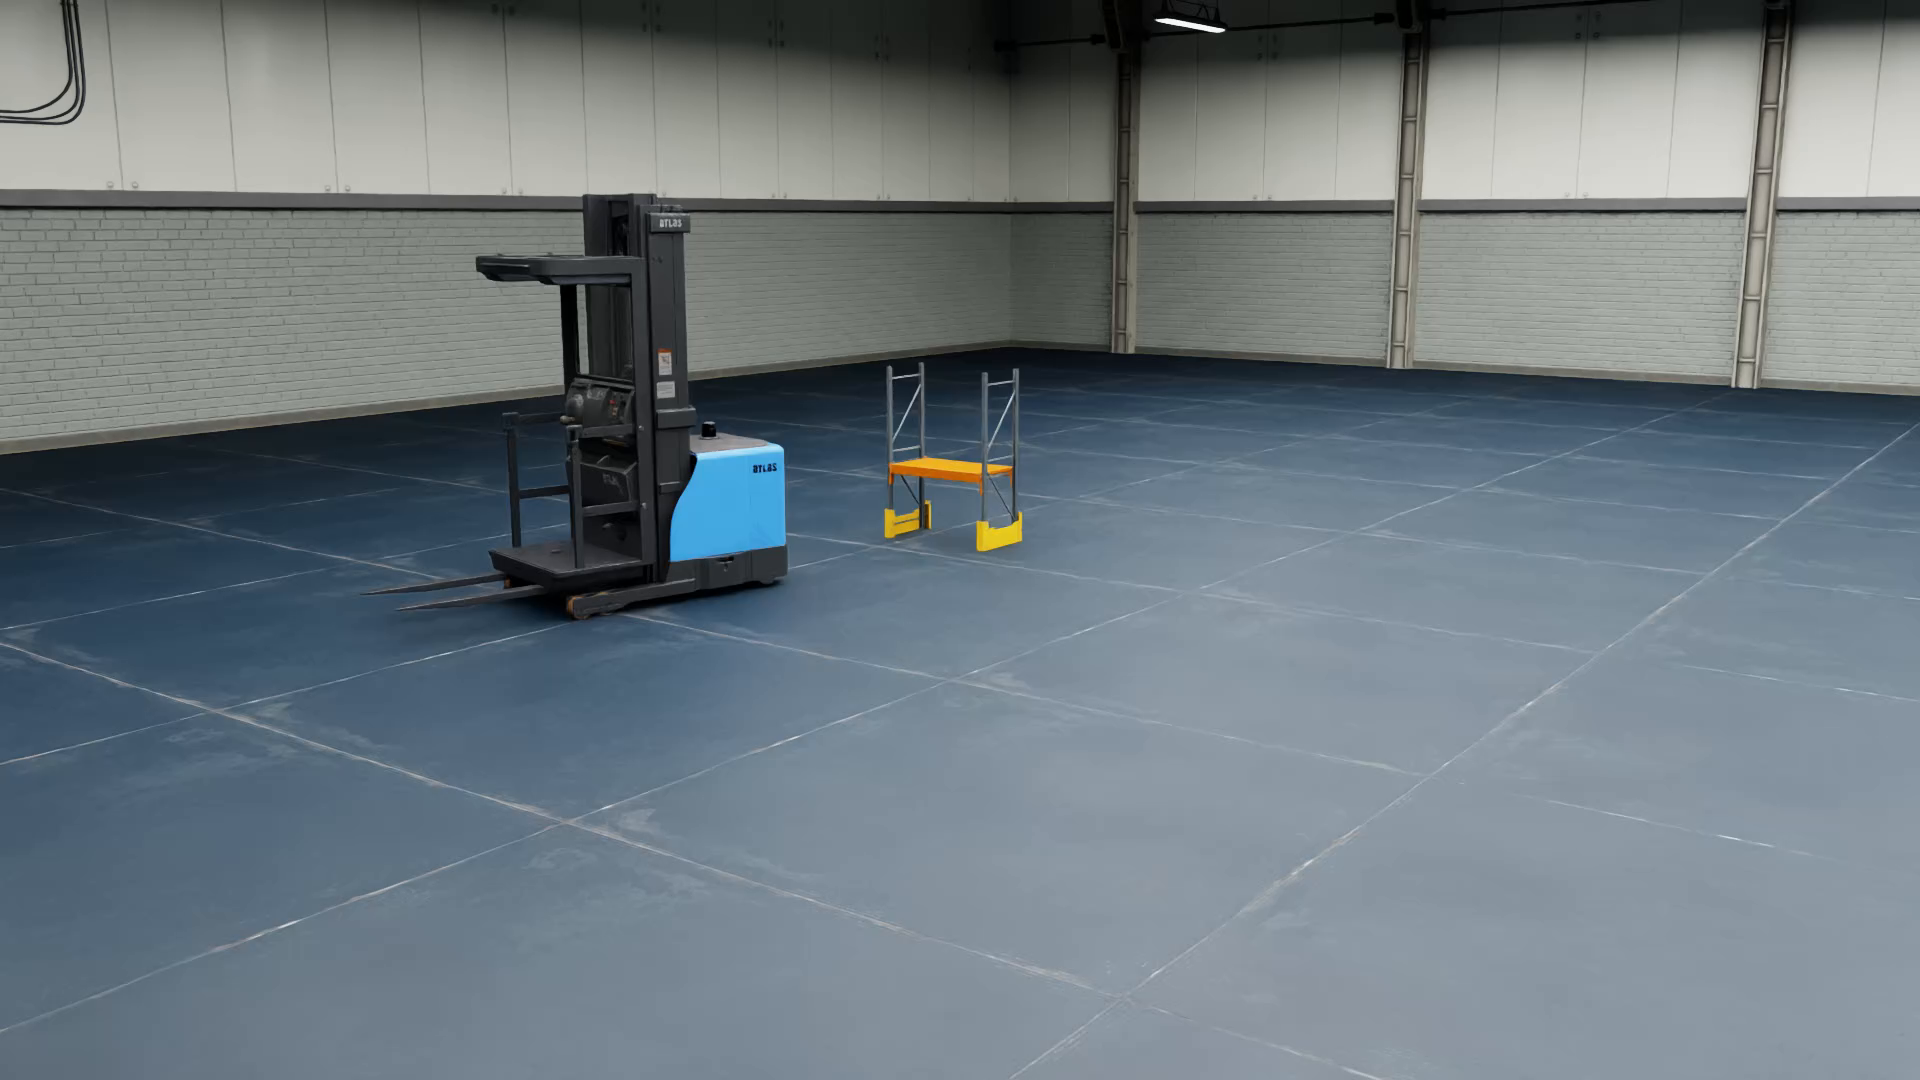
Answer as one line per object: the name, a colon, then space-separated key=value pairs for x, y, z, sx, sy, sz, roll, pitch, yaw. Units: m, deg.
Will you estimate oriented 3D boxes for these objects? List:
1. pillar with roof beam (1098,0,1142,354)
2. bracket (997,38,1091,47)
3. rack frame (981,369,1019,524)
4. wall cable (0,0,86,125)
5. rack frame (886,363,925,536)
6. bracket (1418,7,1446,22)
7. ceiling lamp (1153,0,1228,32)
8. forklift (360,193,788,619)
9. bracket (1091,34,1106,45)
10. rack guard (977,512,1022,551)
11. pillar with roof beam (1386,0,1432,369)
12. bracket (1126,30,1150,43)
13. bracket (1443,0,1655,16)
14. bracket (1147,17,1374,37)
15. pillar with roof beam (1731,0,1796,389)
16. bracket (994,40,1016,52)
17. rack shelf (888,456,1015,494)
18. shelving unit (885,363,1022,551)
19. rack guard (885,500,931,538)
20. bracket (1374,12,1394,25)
pillar with roof beam: x=0.852 y=-7.650 z=30.379 sx=0.548 sy=9.000 sz=9.100 roll=8 pitch=13 yaw=36
bracket: x=1.421 y=-10.268 z=34.438 sx=3.189 sy=0.066 sz=0.076 roll=8 pitch=13 yaw=36
rack frame: x=0.341 y=-0.689 z=14.141 sx=0.032 sy=1.500 sz=0.500 roll=8 pitch=13 yaw=36
wall cable: x=-11.205 y=-7.141 z=18.797 sx=0.169 sy=6.003 sz=2.305 roll=8 pitch=13 yaw=36
rack frame: x=-0.478 y=-0.803 z=14.732 sx=0.032 sy=1.500 sz=0.500 roll=8 pitch=13 yaw=36
bracket: x=8.361 y=-9.300 z=29.435 sx=0.430 sy=0.232 sz=0.235 roll=8 pitch=13 yaw=36
ceiling lamp: x=3.579 y=-9.981 z=27.060 sx=0.800 sy=3.185 sz=2.000 roll=8 pitch=13 yaw=36
forklift: x=-2.774 y=-0.994 z=11.952 sx=3.031 sy=2.935 sz=1.130 roll=-9 pitch=14 yaw=-39
bracket: x=2.856 y=-10.068 z=33.404 sx=0.430 sy=0.232 sz=0.235 roll=8 pitch=13 yaw=36
rack guard: x=0.340 y=-0.075 z=14.261 sx=0.087 sy=0.250 sz=0.587 roll=8 pitch=13 yaw=36
pillar with roof beam: x=5.688 y=-6.975 z=26.892 sx=0.548 sy=9.000 sz=9.100 roll=8 pitch=13 yaw=36
bracket: x=3.525 y=-9.975 z=32.921 sx=0.430 sy=0.232 sz=0.235 roll=8 pitch=13 yaw=36
bracket: x=10.437 y=-9.011 z=27.937 sx=4.783 sy=0.066 sz=0.076 roll=8 pitch=13 yaw=36
bracket: x=5.601 y=-9.685 z=31.424 sx=4.783 sy=0.066 sz=0.076 roll=8 pitch=13 yaw=36
pillar with roof beam: x=10.524 y=-6.300 z=23.405 sx=0.548 sy=9.000 sz=9.100 roll=8 pitch=13 yaw=36
bracket: x=0.945 y=-10.335 z=34.781 sx=0.430 sy=0.232 sz=0.235 roll=8 pitch=13 yaw=36
rack shelf: x=-0.069 y=-0.569 z=14.471 sx=1.000 sy=0.185 sz=0.538 roll=8 pitch=13 yaw=36
shelving unit: x=-0.061 y=-0.745 z=14.432 sx=1.083 sy=1.500 sz=0.587 roll=8 pitch=13 yaw=36
rack guard: x=-0.463 y=-0.187 z=14.840 sx=0.087 sy=0.250 sz=0.587 roll=8 pitch=13 yaw=36
bracket: x=7.692 y=-9.394 z=29.917 sx=0.430 sy=0.232 sz=0.235 roll=8 pitch=13 yaw=36
